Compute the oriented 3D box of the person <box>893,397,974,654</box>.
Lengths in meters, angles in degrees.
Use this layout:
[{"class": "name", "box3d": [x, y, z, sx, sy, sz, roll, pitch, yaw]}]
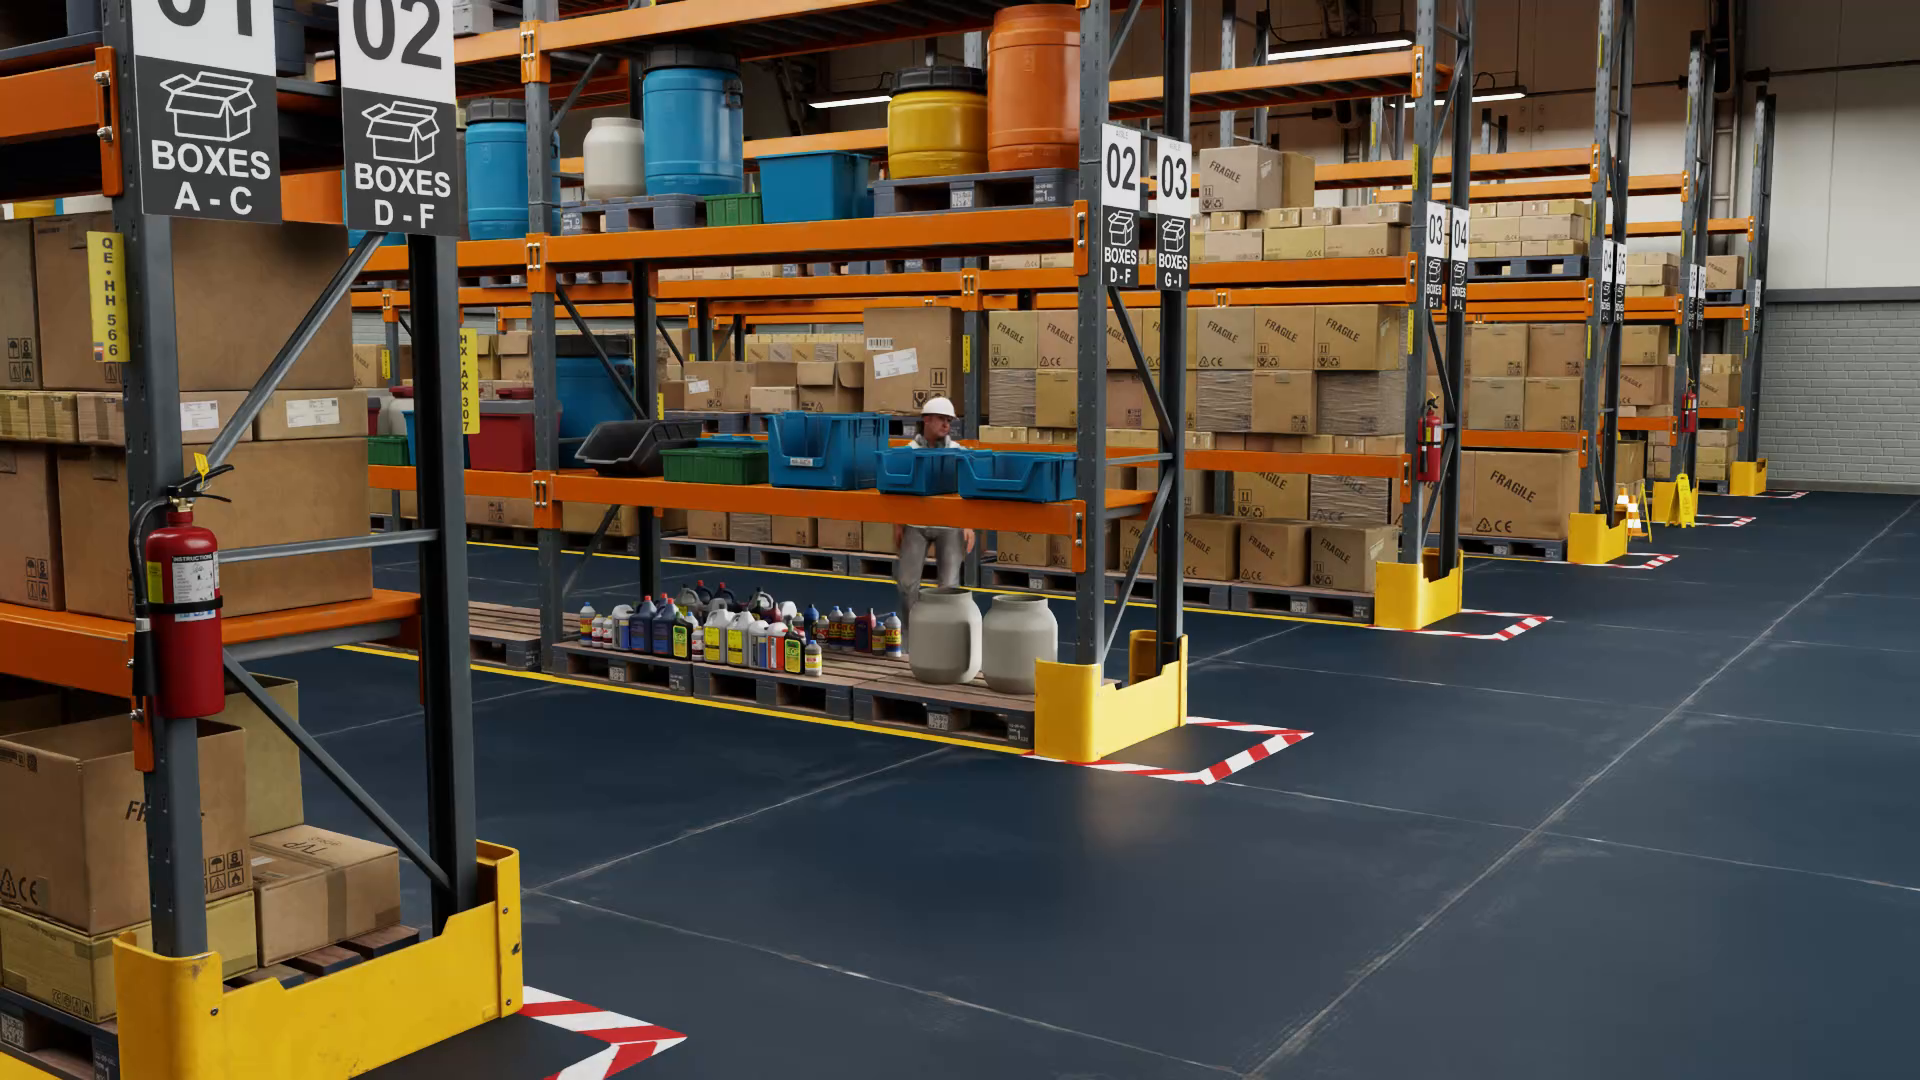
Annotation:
[{"class": "person", "box3d": [-0.192, -0.079, 11.340, 0.584, 1.762, 0.388, 0, 6, 3]}]
